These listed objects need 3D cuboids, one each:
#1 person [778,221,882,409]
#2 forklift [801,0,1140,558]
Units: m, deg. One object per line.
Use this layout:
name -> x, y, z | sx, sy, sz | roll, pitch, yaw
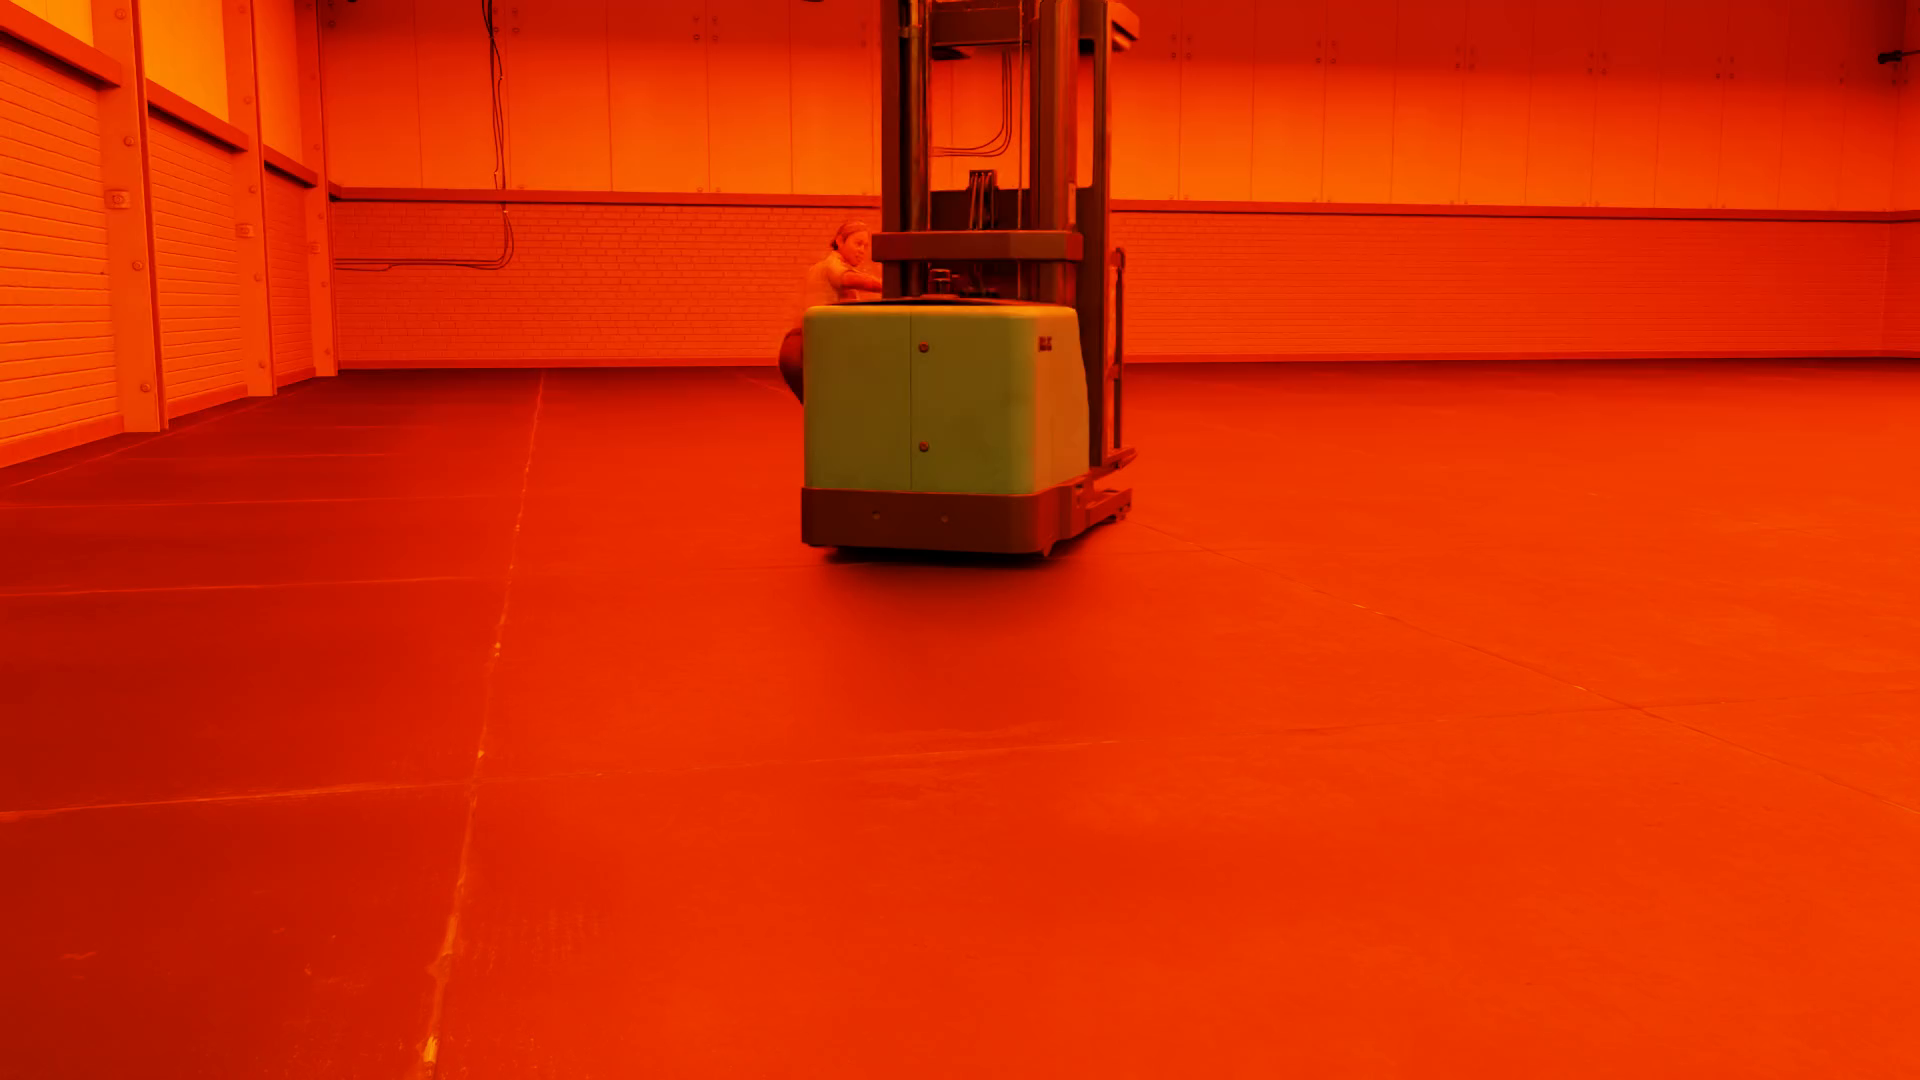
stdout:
person -> -0.482, -0.999, 8.995 | 0.836, 1.439, 1.066 | 5, 10, 34
forklift -> 0.249, -1.542, 8.152 | 1.130, 2.935, 3.031 | 2, 8, 17
